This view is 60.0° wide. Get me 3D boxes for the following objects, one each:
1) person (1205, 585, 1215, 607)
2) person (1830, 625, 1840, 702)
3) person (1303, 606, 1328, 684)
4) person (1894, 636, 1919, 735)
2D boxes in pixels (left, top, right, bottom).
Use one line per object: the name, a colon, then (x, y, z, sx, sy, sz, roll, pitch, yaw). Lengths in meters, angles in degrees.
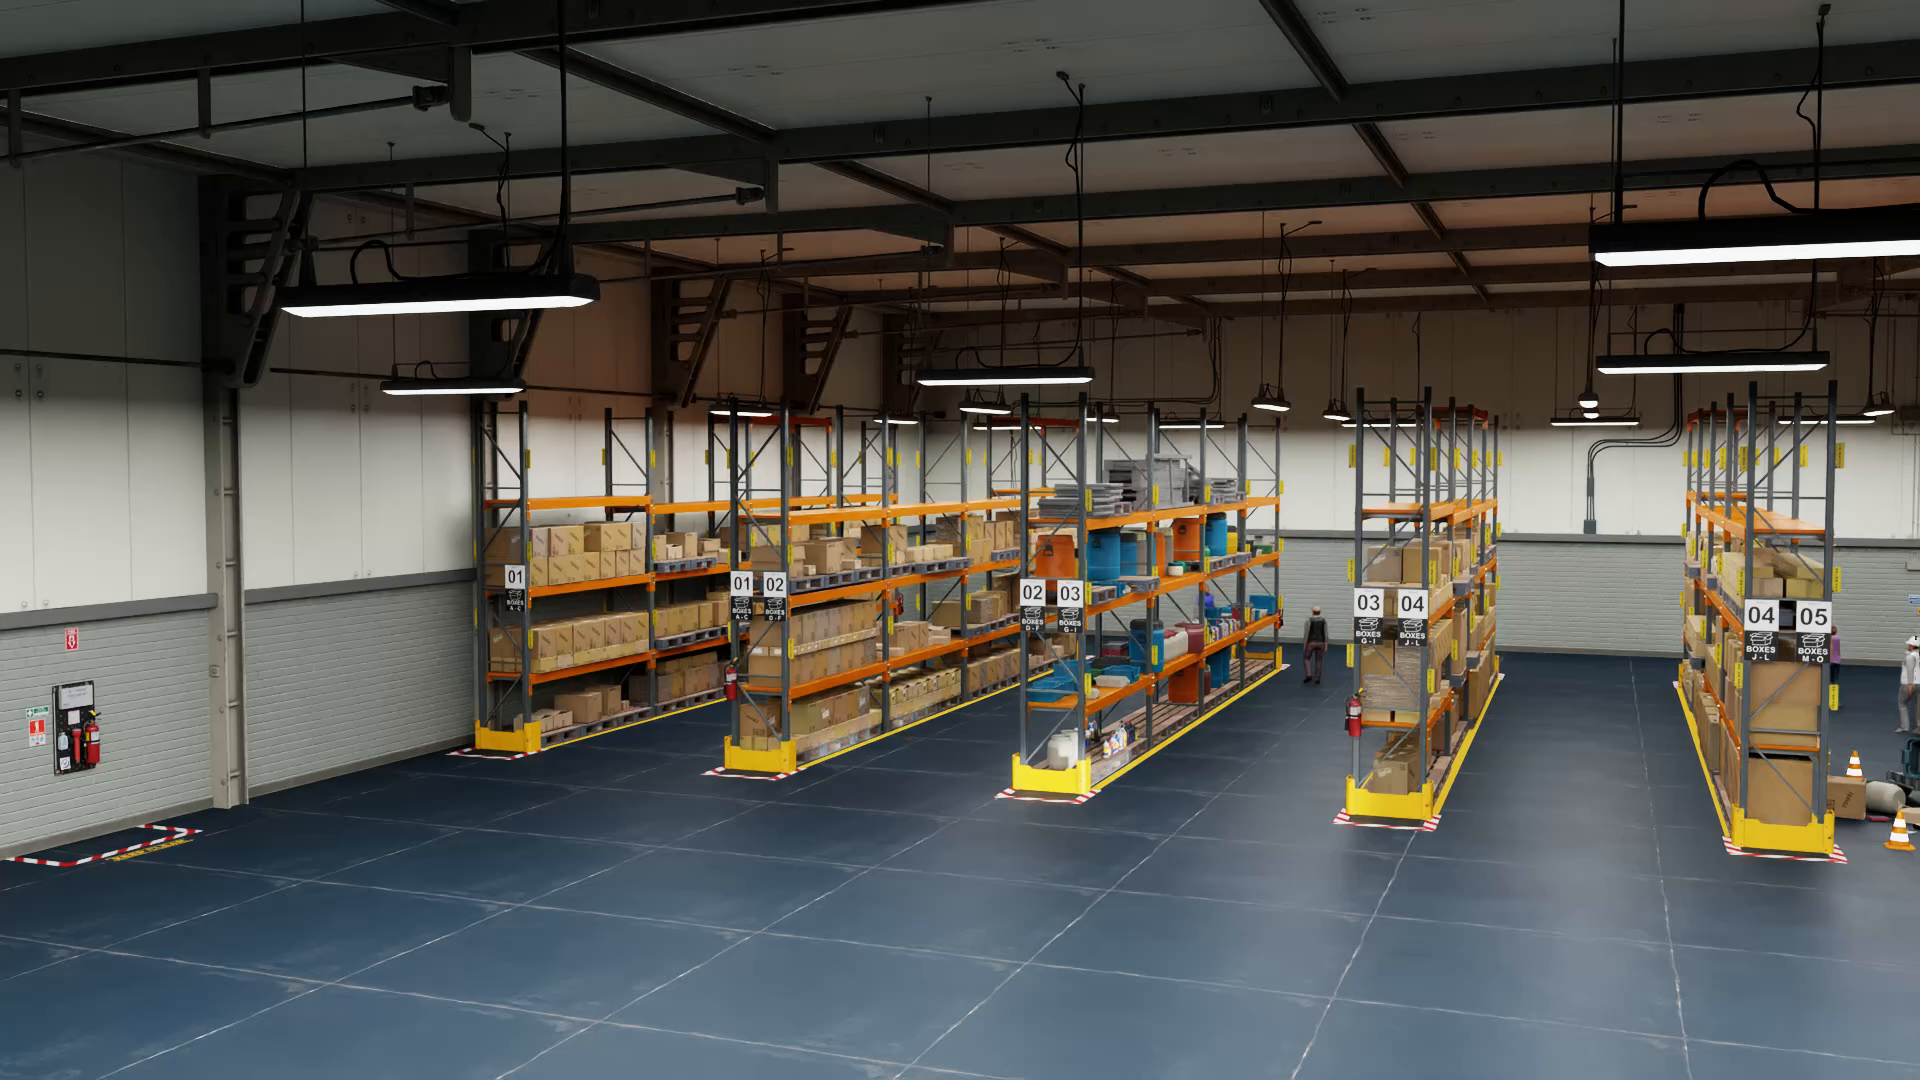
person: (6.603, 2.009, 44.633, 0.432, 1.638, 0.812, -2, 3, -33)
person: (17.885, 2.543, 34.073, 0.423, 1.594, 0.499, 0, 3, -9)
person: (7.938, 2.346, 37.146, 0.567, 1.748, 0.390, 0, 3, -6)
person: (17.379, 2.667, 30.219, 0.521, 1.811, 0.563, 0, 3, 1)
